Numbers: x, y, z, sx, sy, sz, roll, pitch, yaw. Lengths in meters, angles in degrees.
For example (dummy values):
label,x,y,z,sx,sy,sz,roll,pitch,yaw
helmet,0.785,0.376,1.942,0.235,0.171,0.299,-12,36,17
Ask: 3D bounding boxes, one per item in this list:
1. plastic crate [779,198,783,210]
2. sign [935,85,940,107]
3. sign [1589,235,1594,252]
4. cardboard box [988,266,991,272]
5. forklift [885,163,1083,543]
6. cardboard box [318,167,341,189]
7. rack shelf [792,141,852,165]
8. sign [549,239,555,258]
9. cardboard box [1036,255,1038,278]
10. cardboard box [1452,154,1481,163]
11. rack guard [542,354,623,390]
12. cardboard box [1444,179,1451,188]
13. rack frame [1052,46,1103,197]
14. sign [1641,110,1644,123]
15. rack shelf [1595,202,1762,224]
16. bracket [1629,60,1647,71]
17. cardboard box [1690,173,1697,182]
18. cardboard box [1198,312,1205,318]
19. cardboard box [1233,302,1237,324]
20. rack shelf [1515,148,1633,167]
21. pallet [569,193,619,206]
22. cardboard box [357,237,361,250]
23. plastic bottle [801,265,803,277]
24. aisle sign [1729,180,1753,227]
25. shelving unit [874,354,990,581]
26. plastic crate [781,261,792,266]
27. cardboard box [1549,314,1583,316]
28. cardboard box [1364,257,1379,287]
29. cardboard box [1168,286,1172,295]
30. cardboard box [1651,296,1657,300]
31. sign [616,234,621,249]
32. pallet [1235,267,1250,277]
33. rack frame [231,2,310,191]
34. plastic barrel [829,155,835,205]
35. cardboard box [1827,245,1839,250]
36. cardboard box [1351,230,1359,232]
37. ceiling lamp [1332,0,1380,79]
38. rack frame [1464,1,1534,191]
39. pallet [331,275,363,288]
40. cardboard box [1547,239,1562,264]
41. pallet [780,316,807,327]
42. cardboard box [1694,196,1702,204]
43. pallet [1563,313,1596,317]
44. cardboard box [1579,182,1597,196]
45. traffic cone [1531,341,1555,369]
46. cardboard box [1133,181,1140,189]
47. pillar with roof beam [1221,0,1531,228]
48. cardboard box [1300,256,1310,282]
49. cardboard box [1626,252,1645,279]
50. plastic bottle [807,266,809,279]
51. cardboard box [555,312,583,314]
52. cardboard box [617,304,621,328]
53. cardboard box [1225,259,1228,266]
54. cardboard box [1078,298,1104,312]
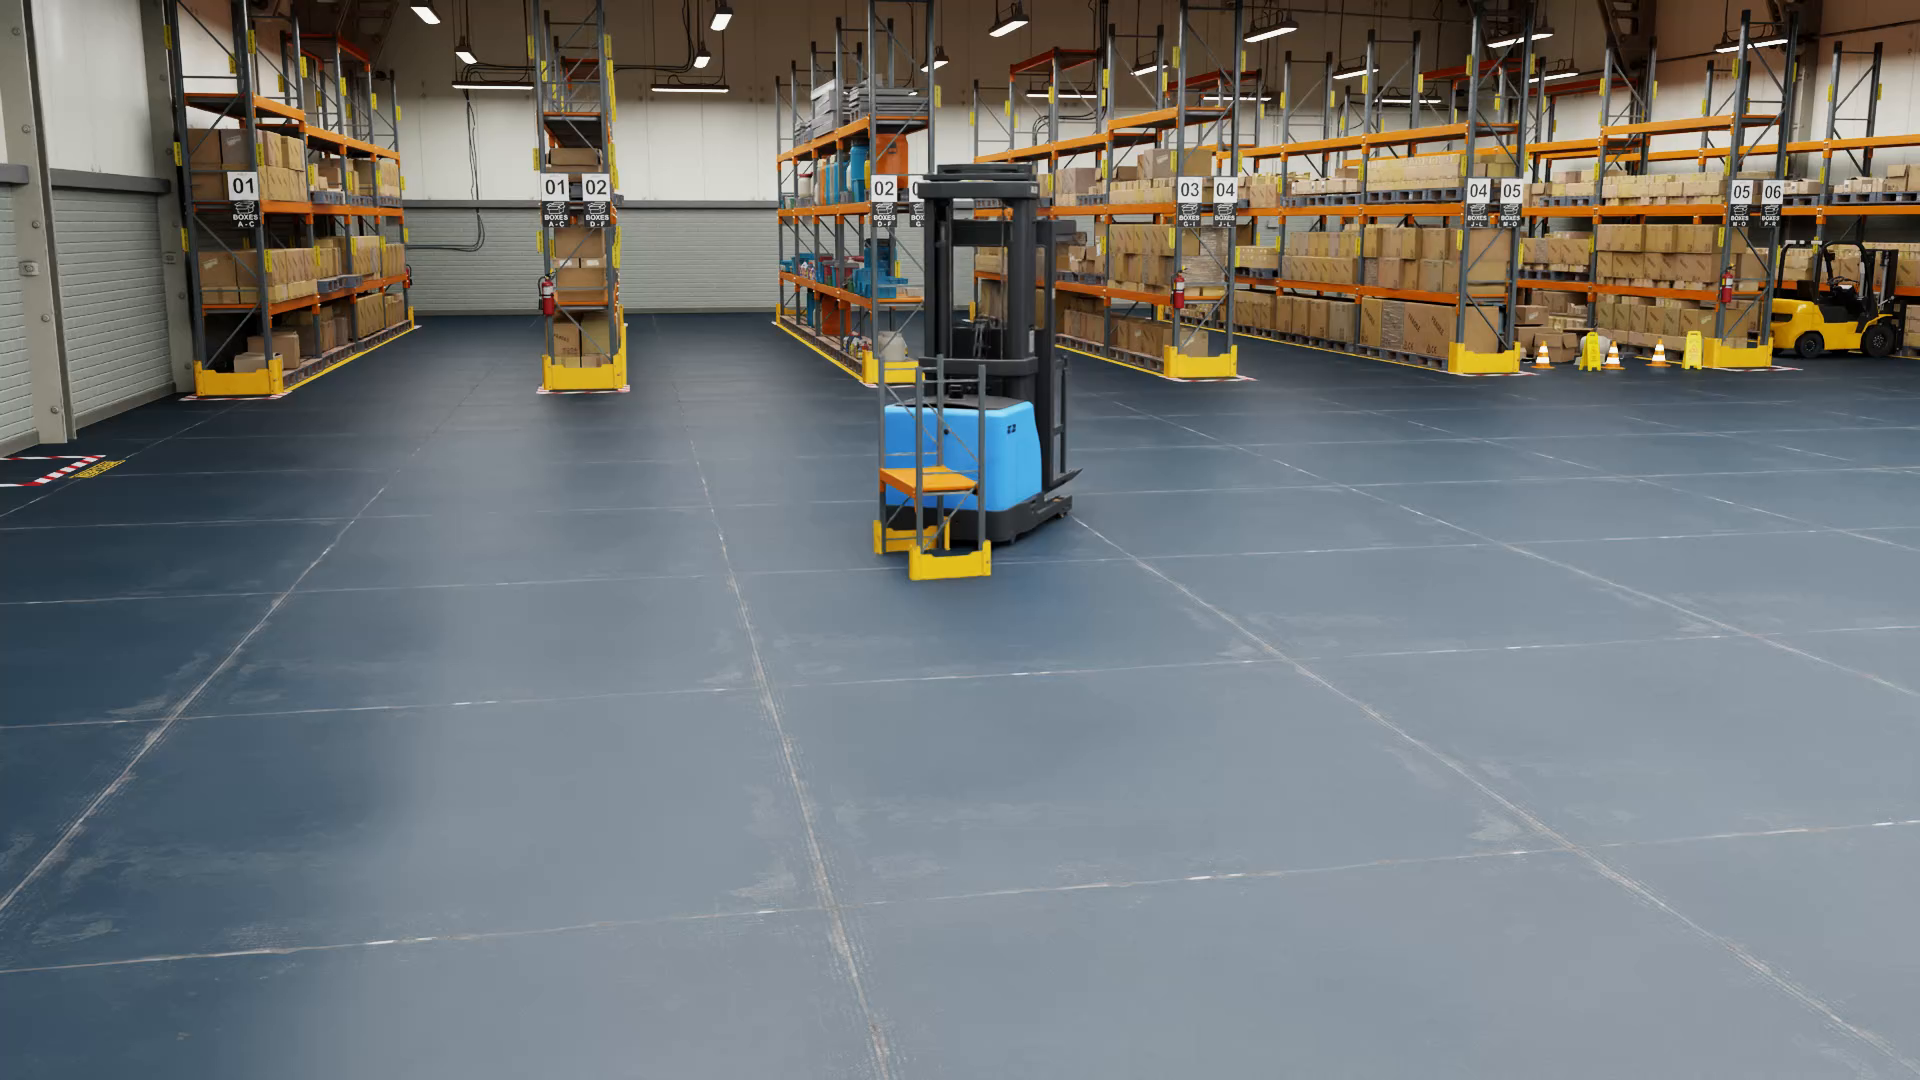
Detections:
label,x,y,z,sx,sy,sz,roll,pitch,yaw
plastic crate,-4.203,-8.242,40.806,0.497,0.269,0.590,-2,11,-11
sign,-0.352,-6.843,25.641,0.100,0.325,0.005,-2,11,-11
sign,12.365,-5.801,32.558,0.100,0.325,0.005,-2,11,-11
cardboard box,0.900,-6.611,40.582,0.380,0.149,0.250,-2,11,-12
forklift,0.333,-1.647,14.010,1.130,2.935,3.031,4,11,19
cardboard box,-12.315,-6.910,32.014,0.700,0.500,0.500,-3,11,-15
rack shelf,-2.837,-8.211,35.261,1.077,0.370,4.000,-2,11,-11
sign,-7.060,-5.042,28.779,0.100,0.325,0.005,-2,11,-11
cardboard box,1.875,-5.944,36.137,0.500,0.500,0.500,-2,11,-13
cardboard box,8.452,-6.368,27.757,0.380,0.149,0.250,-2,11,-10
rack guard,-5.747,-2.568,25.349,1.175,0.500,0.348,-2,11,-11
cardboard box,8.405,-6.022,28.071,0.380,0.149,0.250,-2,11,-11
rack frame,2.410,-8.574,34.176,1.000,3.000,0.127,-2,11,-11
sign,16.764,-10.407,40.885,0.100,0.325,0.005,-2,11,-11
rack shelf,13.298,-6.007,30.635,1.077,0.370,4.000,-2,11,-11
bracket,16.702,-11.689,40.914,0.235,0.232,0.430,-2,11,-11
cardboard box,13.252,-6.456,29.612,0.380,0.149,0.250,-2,11,-11
cardboard box,6.023,-5.484,40.490,0.380,0.149,0.250,-2,11,-13
cardboard box,6.505,-5.258,38.363,0.500,0.500,0.500,-2,11,-8
rack shelf,15.832,-9.861,42.870,1.077,0.370,4.000,-2,11,-11
pallet,-6.868,-6.322,30.871,1.003,0.211,1.213,-2,11,-8
cardboard box,-12.107,-5.851,32.793,0.500,0.250,0.500,-2,11,-12
plastic bottle,-3.439,-5.953,36.785,0.152,0.276,0.135,-2,11,-11
aisle sign,13.414,-5.775,28.563,0.394,0.787,0.004,-2,11,-11
shelving unit,-0.220,-0.559,12.124,0.587,1.500,1.083,-3,11,-17
plastic crate,-4.151,-6.683,40.574,0.416,0.233,0.300,-2,11,-11
cardboard box,12.524,-4.524,34.849,0.950,0.372,0.625,-2,11,-9
cardboard box,8.156,-5.061,31.365,0.875,0.550,0.550,-2,11,-11
cardboard box,3.660,-4.127,27.527,0.380,0.149,0.250,-2,11,-11
cardboard box,16.507,-5.741,39.166,0.380,0.149,0.250,-2,11,-12
sign,-7.542,-6.590,36.703,0.100,0.325,0.005,-2,11,-11
pallet,6.870,-6.056,37.504,1.003,0.211,1.213,-2,11,-11
rack frame,-11.388,-7.300,27.482,1.000,3.000,0.127,-2,11,-11
plastic barrel,-2.110,-6.638,30.687,0.600,0.901,0.600,0,11,0
cardboard box,17.548,-5.879,33.266,0.380,0.149,0.250,-2,11,-10
cardboard box,10.496,-7.802,43.222,0.500,0.500,0.500,-2,11,-13
ceiling lamp,9.373,-12.303,38.156,0.800,3.185,2.000,-2,11,-11
rack frame,8.851,-7.268,27.317,1.000,3.000,0.127,-2,11,-11
pallet,-11.923,-4.865,31.249,1.213,0.211,1.003,-2,11,-11
cardboard box,12.402,-5.917,34.076,0.500,0.500,0.500,-2,11,-9
pallet,-3.882,-5.391,40.958,1.003,0.211,1.213,-2,11,-11
cardboard box,13.244,-6.020,29.451,0.380,0.149,0.250,-2,11,-9
pallet,16.088,-5.658,42.359,1.003,0.211,1.213,-2,11,-11
cardboard box,12.653,-6.961,33.005,0.500,0.250,0.500,-2,11,-12
traffic cone,10.140,-3.224,28.898,0.336,0.463,0.334,-2,11,-11
cardboard box,3.239,-6.180,28.957,0.380,0.149,0.250,-2,11,-12
pillar with roof beam,11.580,-10.953,46.678,9.100,9.000,0.548,-2,11,-11
cardboard box,7.317,-5.560,34.118,0.500,0.500,0.500,-2,11,-11
cardboard box,12.926,-5.174,31.295,0.500,0.500,0.500,-2,11,-11
plastic bottle,-3.230,-5.716,35.517,0.061,0.283,0.133,-2,11,-11
cardboard box,-6.747,-3.661,28.634,0.500,0.500,0.500,-2,11,-11
cardboard box,-7.709,-4.909,36.474,0.500,0.500,0.500,-2,11,-11
cardboard box,6.295,-6.373,38.208,0.380,0.149,0.250,-2,11,-10
cardboard box,2.683,-4.765,33.710,0.500,0.250,0.500,-1,11,-5
